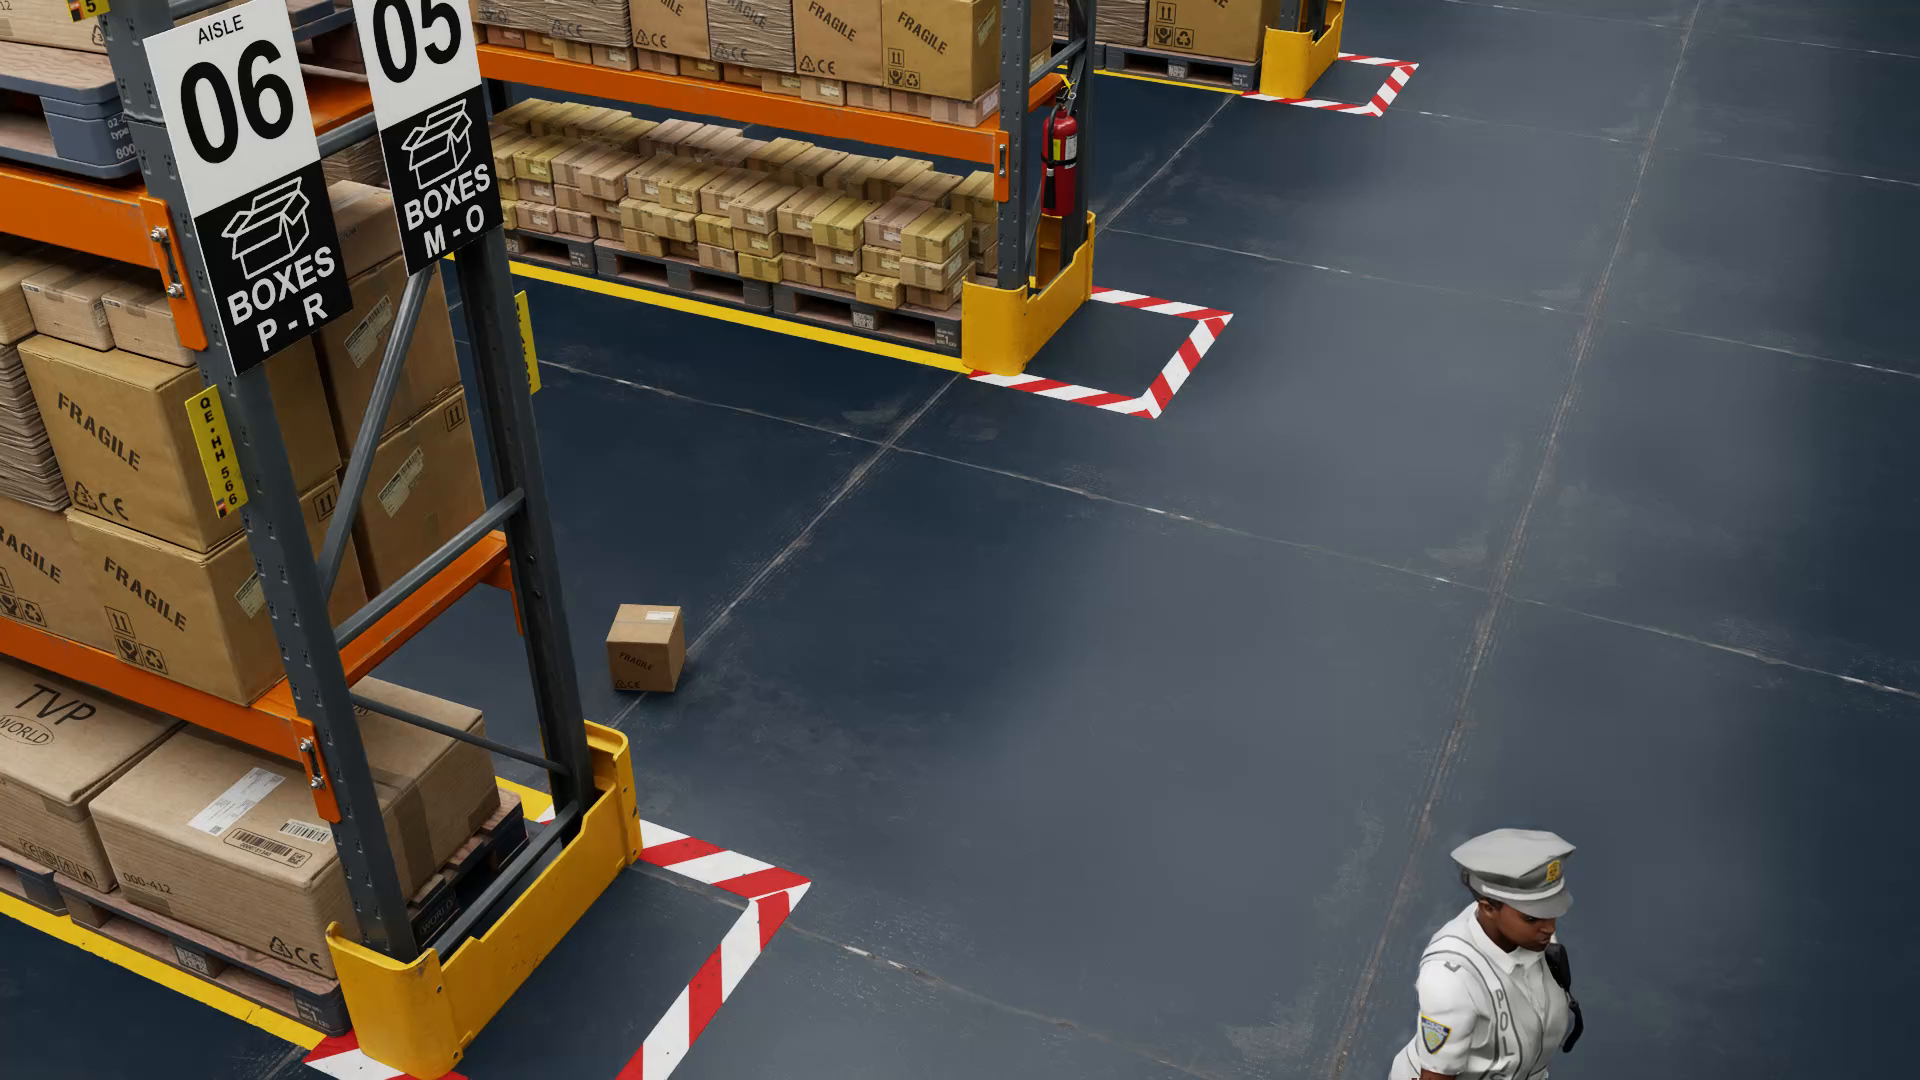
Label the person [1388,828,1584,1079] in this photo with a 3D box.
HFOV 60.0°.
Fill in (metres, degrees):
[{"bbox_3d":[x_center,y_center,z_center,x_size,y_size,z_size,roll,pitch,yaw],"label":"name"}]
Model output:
[{"bbox_3d":[1.275,1.382,4.041,0.472,1.630,0.980,-22,40,-29],"label":"person"}]
